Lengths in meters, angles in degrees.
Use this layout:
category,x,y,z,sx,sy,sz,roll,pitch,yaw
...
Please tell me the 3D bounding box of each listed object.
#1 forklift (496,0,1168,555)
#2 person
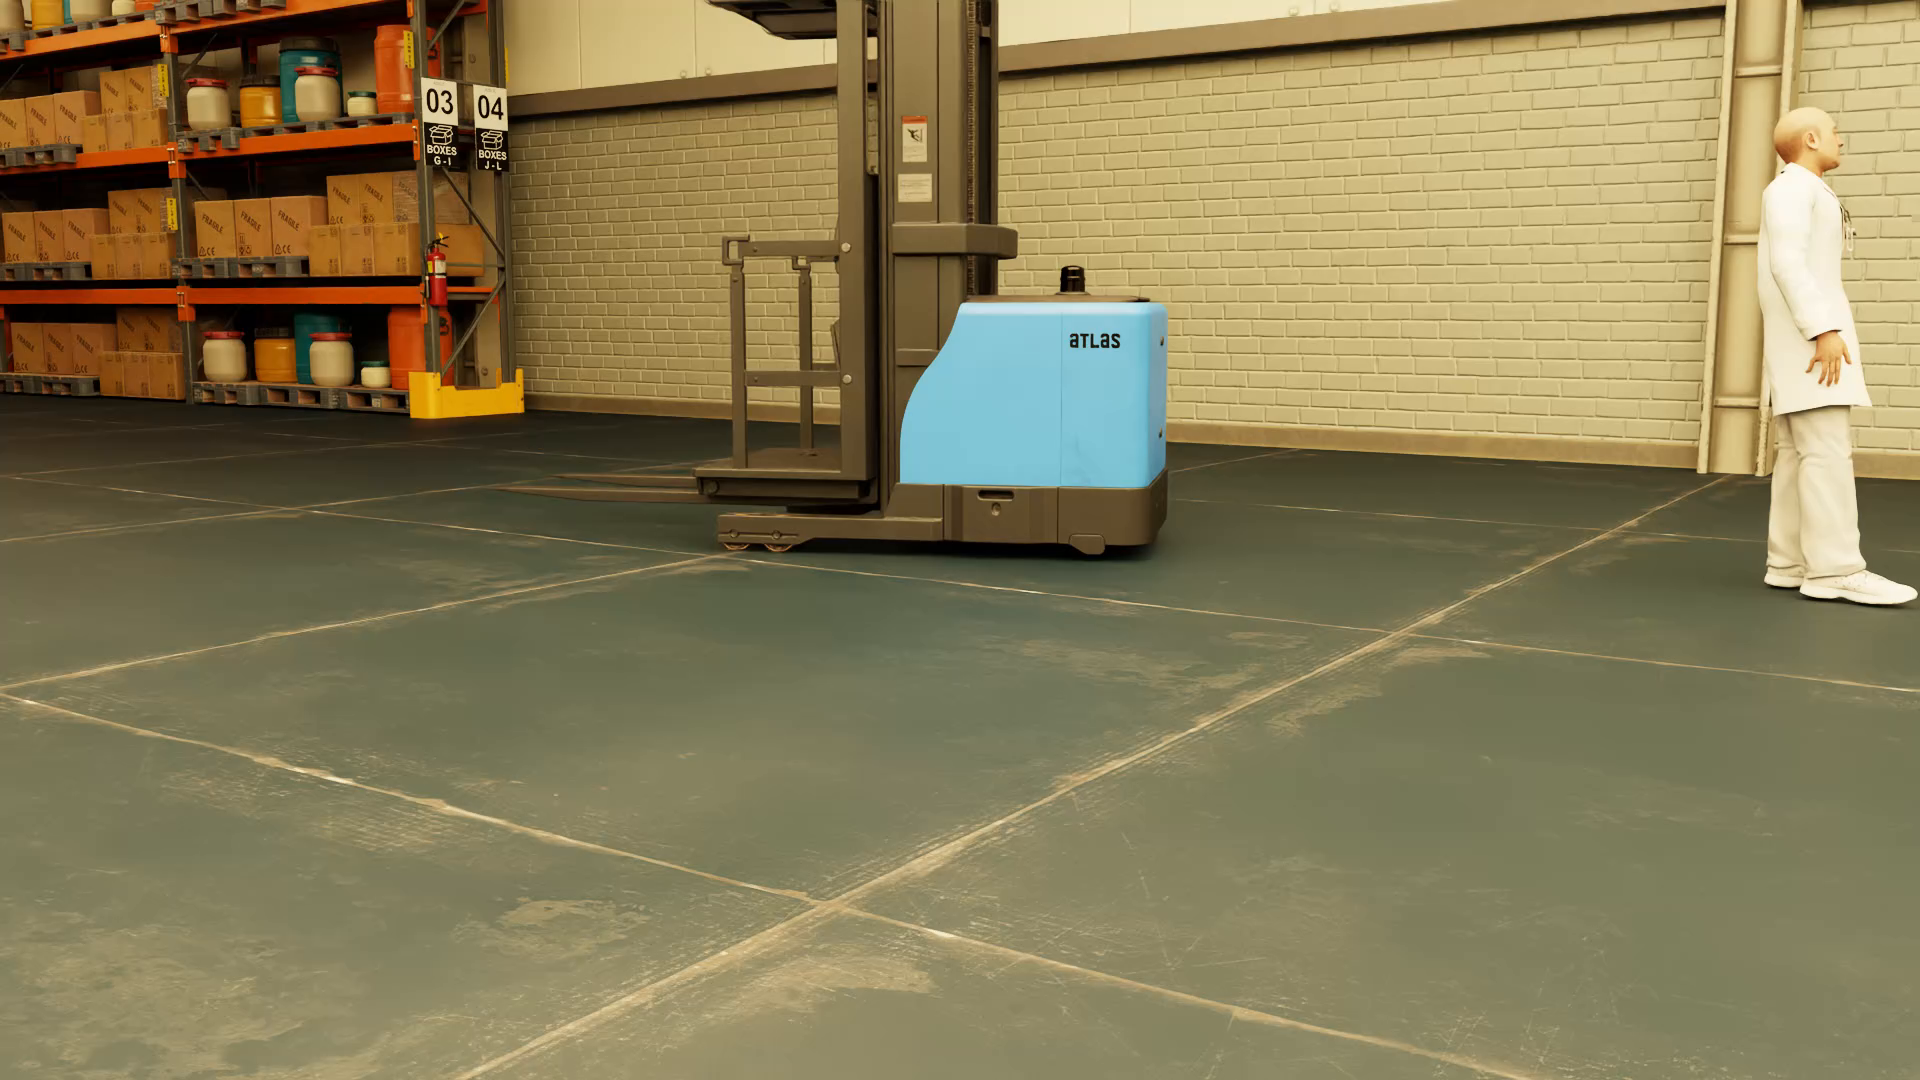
category,x,y,z,sx,sy,sz,roll,pitch,yaw
forklift,-0.596,-1.469,7.520,3.031,2.935,1.130,2,8,12
person,3.235,-0.695,6.131,0.581,1.775,0.695,4,9,24
